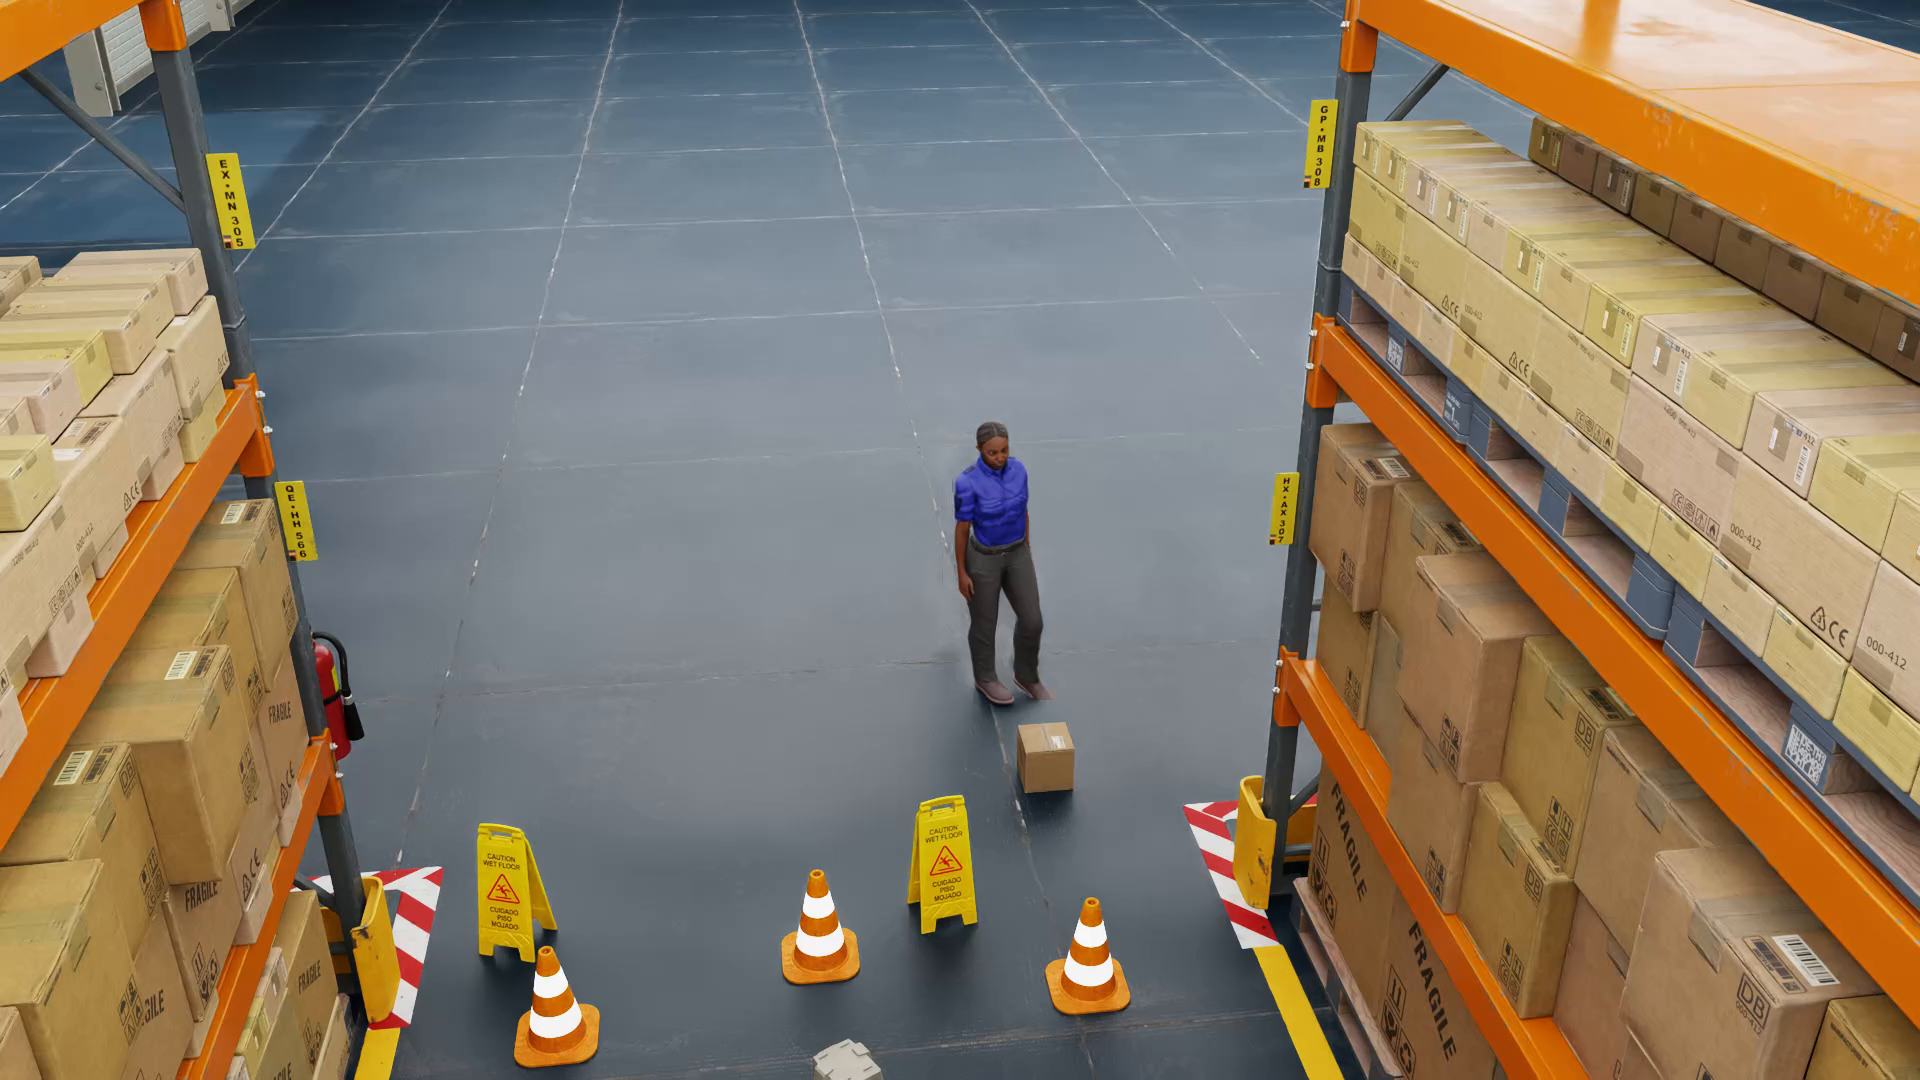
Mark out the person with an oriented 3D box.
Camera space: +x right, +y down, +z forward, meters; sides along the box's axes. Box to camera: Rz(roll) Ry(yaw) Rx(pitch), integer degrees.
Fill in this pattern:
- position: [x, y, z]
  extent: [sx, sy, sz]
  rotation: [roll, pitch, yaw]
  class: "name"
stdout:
- position: [0.240, 0.247, 8.888]
  extent: [0.507, 1.509, 0.388]
  rotation: [-16, 31, -28]
  class: "person"
